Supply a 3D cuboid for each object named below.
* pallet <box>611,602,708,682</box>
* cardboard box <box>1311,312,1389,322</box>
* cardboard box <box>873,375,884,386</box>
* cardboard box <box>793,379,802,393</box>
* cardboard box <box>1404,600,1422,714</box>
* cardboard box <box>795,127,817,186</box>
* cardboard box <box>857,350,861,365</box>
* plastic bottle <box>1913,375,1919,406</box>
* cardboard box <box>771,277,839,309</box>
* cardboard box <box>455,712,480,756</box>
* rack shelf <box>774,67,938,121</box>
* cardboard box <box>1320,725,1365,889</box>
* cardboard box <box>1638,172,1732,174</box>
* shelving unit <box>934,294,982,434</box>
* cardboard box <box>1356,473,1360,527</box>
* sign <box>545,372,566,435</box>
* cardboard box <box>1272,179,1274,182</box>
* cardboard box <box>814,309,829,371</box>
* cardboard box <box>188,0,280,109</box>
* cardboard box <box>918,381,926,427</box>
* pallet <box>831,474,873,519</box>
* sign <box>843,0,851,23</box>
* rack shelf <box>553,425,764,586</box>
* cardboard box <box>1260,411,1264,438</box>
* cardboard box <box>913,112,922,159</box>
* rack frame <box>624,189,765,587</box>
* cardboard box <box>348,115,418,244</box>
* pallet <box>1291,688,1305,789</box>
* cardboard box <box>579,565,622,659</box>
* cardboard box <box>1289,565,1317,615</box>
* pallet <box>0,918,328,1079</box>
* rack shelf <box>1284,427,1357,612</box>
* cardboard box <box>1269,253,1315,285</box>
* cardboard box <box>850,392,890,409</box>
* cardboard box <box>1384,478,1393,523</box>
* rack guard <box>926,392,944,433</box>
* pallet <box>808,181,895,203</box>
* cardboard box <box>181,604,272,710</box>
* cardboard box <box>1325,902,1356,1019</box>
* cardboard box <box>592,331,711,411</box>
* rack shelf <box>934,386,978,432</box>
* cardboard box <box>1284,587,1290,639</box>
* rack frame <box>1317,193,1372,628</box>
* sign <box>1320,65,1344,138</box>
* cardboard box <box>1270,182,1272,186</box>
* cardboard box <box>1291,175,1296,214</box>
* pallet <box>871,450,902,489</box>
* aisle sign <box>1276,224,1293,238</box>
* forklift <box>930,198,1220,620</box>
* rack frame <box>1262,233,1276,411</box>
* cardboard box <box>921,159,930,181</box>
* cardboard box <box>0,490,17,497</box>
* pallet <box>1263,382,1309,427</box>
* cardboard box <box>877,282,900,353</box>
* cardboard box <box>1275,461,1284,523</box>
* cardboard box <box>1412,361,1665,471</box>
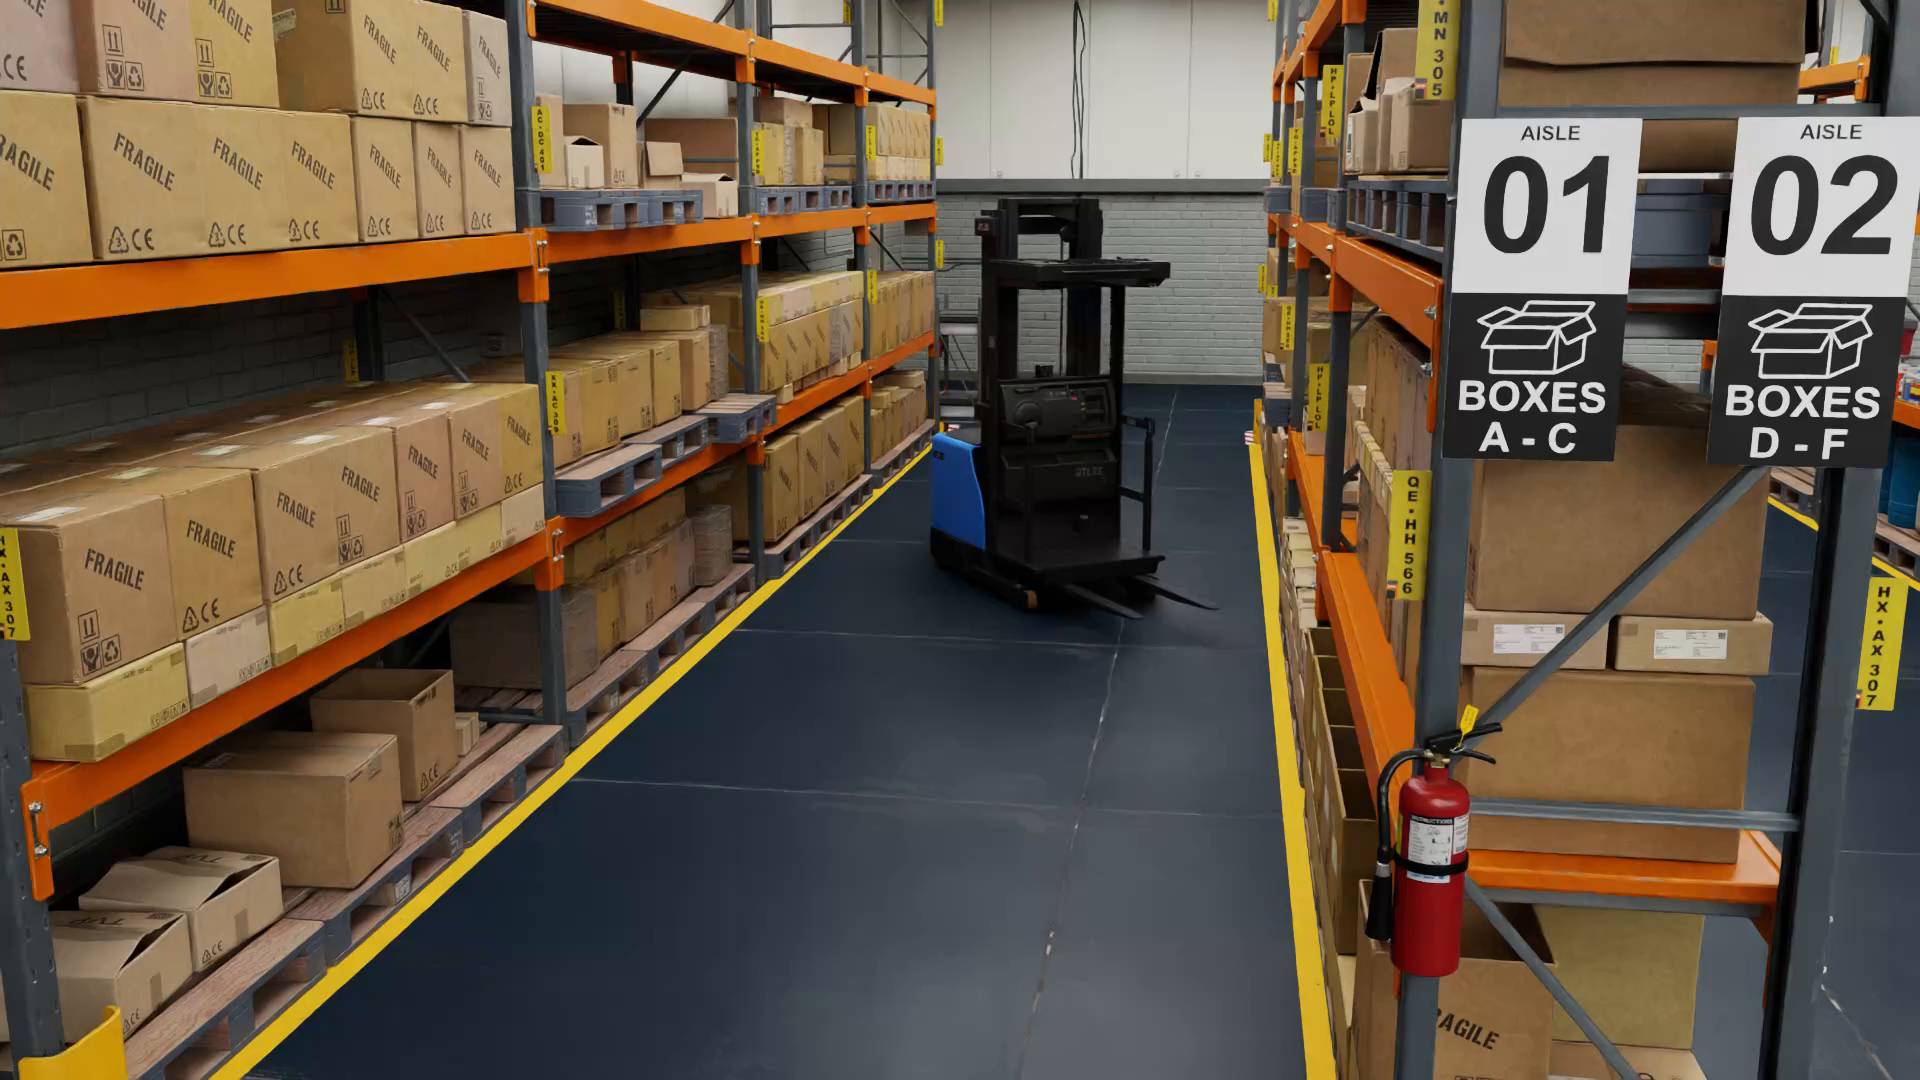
[{"bbox_3d":[-2.329,0.646,10.996,1.003,0.211,1.213,2,12,9],"label":"pallet"},{"bbox_3d":[3.193,-1.547,13.316,0.700,0.500,0.500,4,13,19],"label":"cardboard box"},{"bbox_3d":[-1.090,-1.825,19.239,0.380,0.149,0.250,2,12,9],"label":"cardboard box"},{"bbox_3d":[-1.567,-1.350,14.187,0.380,0.149,0.250,2,12,10],"label":"cardboard box"},{"bbox_3d":[1.890,0.333,5.589,0.700,0.500,0.500,2,12,9],"label":"cardboard box"},{"bbox_3d":[-1.668,-3.399,14.742,0.700,0.500,0.500,2,12,8],"label":"cardboard box"},{"bbox_3d":[-1.174,-1.773,16.151,0.380,0.149,0.250,2,12,9],"label":"cardboard box"},{"bbox_3d":[7.702,-1.213,13.310,0.097,0.271,0.097,0,12,0],"label":"plastic bottle"},{"bbox_3d":[-1.388,-2.219,14.898,0.500,0.250,0.500,2,12,10],"label":"cardboard box"},{"bbox_3d":[-2.685,0.982,8.499,0.380,0.166,0.250,0,12,1],"label":"cardboard box"},{"bbox_3d":[-1.094,-4.768,17.913,1.077,0.370,4.000,2,12,9],"label":"rack shelf"},{"bbox_3d":[1.654,1.030,6.343,0.500,0.500,0.500,2,12,9],"label":"cardboard box"},{"bbox_3d":[2.173,-1.434,5.341,0.500,0.500,0.500,2,12,9],"label":"cardboard box"},{"bbox_3d":[0.025,-1.061,14.432,0.431,2.100,0.503,2,12,9],"label":"shelving unit"},{"bbox_3d":[2.296,-0.171,8.525,0.500,0.250,0.500,3,12,12],"label":"cardboard box"},{"bbox_3d":[-2.095,-0.708,8.603,0.100,0.325,0.005,2,12,9],"label":"sign"},{"bbox_3d":[3.618,-3.970,17.842,0.500,0.250,0.500,2,12,9],"label":"cardboard box"},{"bbox_3d":[-1.450,-1.751,14.507,0.500,0.500,0.500,2,12,10],"label":"cardboard box"},{"bbox_3d":[-2.753,-1.764,5.780,0.500,0.500,0.500,2,12,10],"label":"cardboard box"},{"bbox_3d":[-0.796,-1.633,19.887,0.700,0.500,0.500,2,12,9],"label":"cardboard box"},{"bbox_3d":[-1.446,-0.440,16.033,1.003,0.211,1.213,2,12,9],"label":"pallet"},{"bbox_3d":[-1.334,-6.285,19.702,0.100,0.325,0.005,2,12,9],"label":"sign"},{"bbox_3d":[-2.325,-0.365,10.776,1.077,0.370,4.000,2,12,9],"label":"rack shelf"},{"bbox_3d":[3.668,-1.302,18.896,0.500,0.250,0.500,2,12,9],"label":"cardboard box"},{"bbox_3d":[-0.718,-4.547,18.696,0.500,0.500,0.500,2,12,10],"label":"cardboard box"},{"bbox_3d":[-2.017,-1.133,12.632,1.000,3.000,0.127,2,12,9],"label":"rack frame"},{"bbox_3d":[-2.604,-1.491,6.887,0.500,0.500,0.500,1,12,6],"label":"cardboard box"},{"bbox_3d":[2.338,1.068,9.038,1.003,0.211,1.213,2,12,9],"label":"pallet"},{"bbox_3d":[-2.506,0.443,10.205,0.700,0.500,0.500,2,12,8],"label":"cardboard box"},{"bbox_3d":[2.276,0.313,10.118,0.500,0.311,0.500,2,12,8],"label":"cardboard box"},{"bbox_3d":[-3.076,1.711,6.051,1.003,0.211,1.213,2,12,9],"label":"pallet"},{"bbox_3d":[2.571,-0.206,10.035,1.077,0.370,4.000,2,12,9],"label":"rack shelf"},{"bbox_3d":[3.548,-2.774,17.634,0.500,0.500,0.500,2,12,8],"label":"cardboard box"},{"bbox_3d":[-0.953,-1.484,17.657,0.380,0.149,0.250,2,12,11],"label":"cardboard box"},{"bbox_3d":[1.796,-0.135,6.221,0.380,0.149,0.250,2,12,8],"label":"cardboard box"},{"bbox_3d":[-0.783,-1.582,20.646,1.175,0.500,0.348,2,12,9],"label":"rack guard"},{"bbox_3d":[-1.266,-3.559,16.978,1.003,0.211,1.213,2,12,9],"label":"pallet"},{"bbox_3d":[-2.793,0.396,5.846,0.500,0.250,0.500,1,12,7],"label":"cardboard box"},{"bbox_3d":[1.578,1.501,5.939,0.500,0.250,0.500,2,12,9],"label":"cardboard box"},{"bbox_3d":[-2.139,-1.182,11.576,0.700,0.500,0.500,1,12,3],"label":"cardboard box"},{"bbox_3d":[0.025,-1.048,14.435,0.431,0.518,0.480,2,12,9],"label":"rack shelf"},{"bbox_3d":[2.357,0.478,10.686,0.500,0.250,0.500,2,12,7],"label":"cardboard box"},{"bbox_3d":[2.263,-0.141,8.027,1.000,3.000,0.127,2,12,9],"label":"rack frame"},{"bbox_3d":[1.725,-2.029,7.696,0.100,0.325,0.005,2,12,9],"label":"sign"},{"bbox_3d":[3.689,-3.830,18.379,0.500,0.250,0.500,2,12,9],"label":"cardboard box"},{"bbox_3d":[3.070,-2.795,12.986,0.910,0.500,0.500,2,12,9],"label":"cardboard box"},{"bbox_3d":[-1.208,-0.759,17.512,1.003,0.211,1.213,2,12,9],"label":"pallet"},{"bbox_3d":[3.829,-3.933,19.454,0.394,0.787,0.004,2,12,9],"label":"aisle sign"},{"bbox_3d":[0.831,-1.012,12.231,1.130,2.935,3.031,-6,13,-24],"label":"forklift"},{"bbox_3d":[4.108,-2.639,19.618,1.000,3.000,0.127,2,12,9],"label":"rack frame"},{"bbox_3d":[-0.637,-4.285,19.257,0.500,0.250,0.500,2,12,10],"label":"cardboard box"},{"bbox_3d":[-3.385,0.124,5.327,0.500,0.500,0.500,2,12,8],"label":"cardboard box"},{"bbox_3d":[2.913,-1.023,12.576,1.213,0.211,1.003,2,12,9],"label":"pallet"},{"bbox_3d":[-1.185,-2.377,17.690,0.980,0.700,0.700,2,12,7],"label":"cardboard box"},{"bbox_3d":[2.945,-0.386,14.054,0.500,0.500,0.500,1,12,7],"label":"cardboard box"},{"bbox_3d":[1.893,-0.314,5.512,0.700,0.500,0.500,2,12,9],"label":"cardboard box"}]
